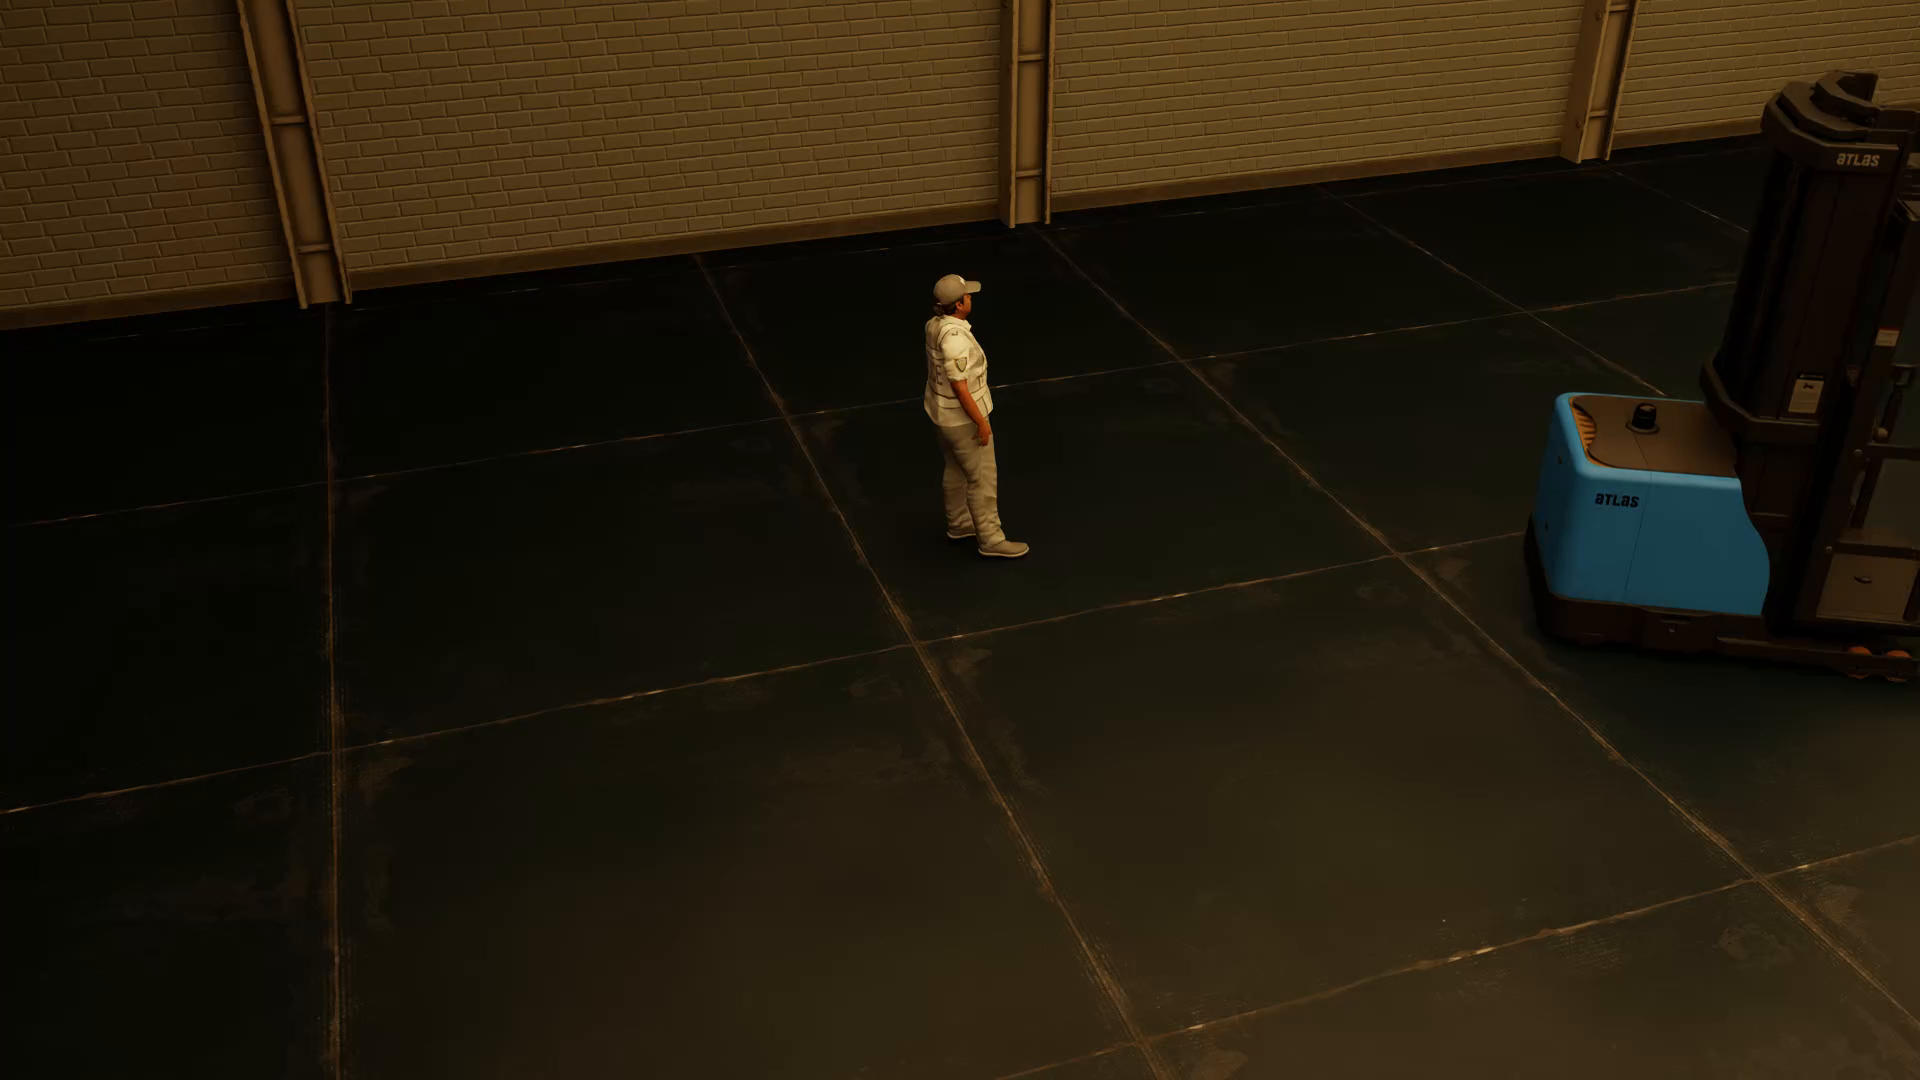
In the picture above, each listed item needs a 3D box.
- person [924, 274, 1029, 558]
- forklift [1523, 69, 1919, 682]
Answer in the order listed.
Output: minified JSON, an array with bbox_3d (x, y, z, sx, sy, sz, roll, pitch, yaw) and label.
[{"bbox_3d":[0.080,-0.730,9.609,0.529,1.670,0.598,-10,31,-16],"label":"person"},{"bbox_3d":[4.730,-0.811,8.497,3.031,2.935,1.130,5,30,9],"label":"forklift"}]
